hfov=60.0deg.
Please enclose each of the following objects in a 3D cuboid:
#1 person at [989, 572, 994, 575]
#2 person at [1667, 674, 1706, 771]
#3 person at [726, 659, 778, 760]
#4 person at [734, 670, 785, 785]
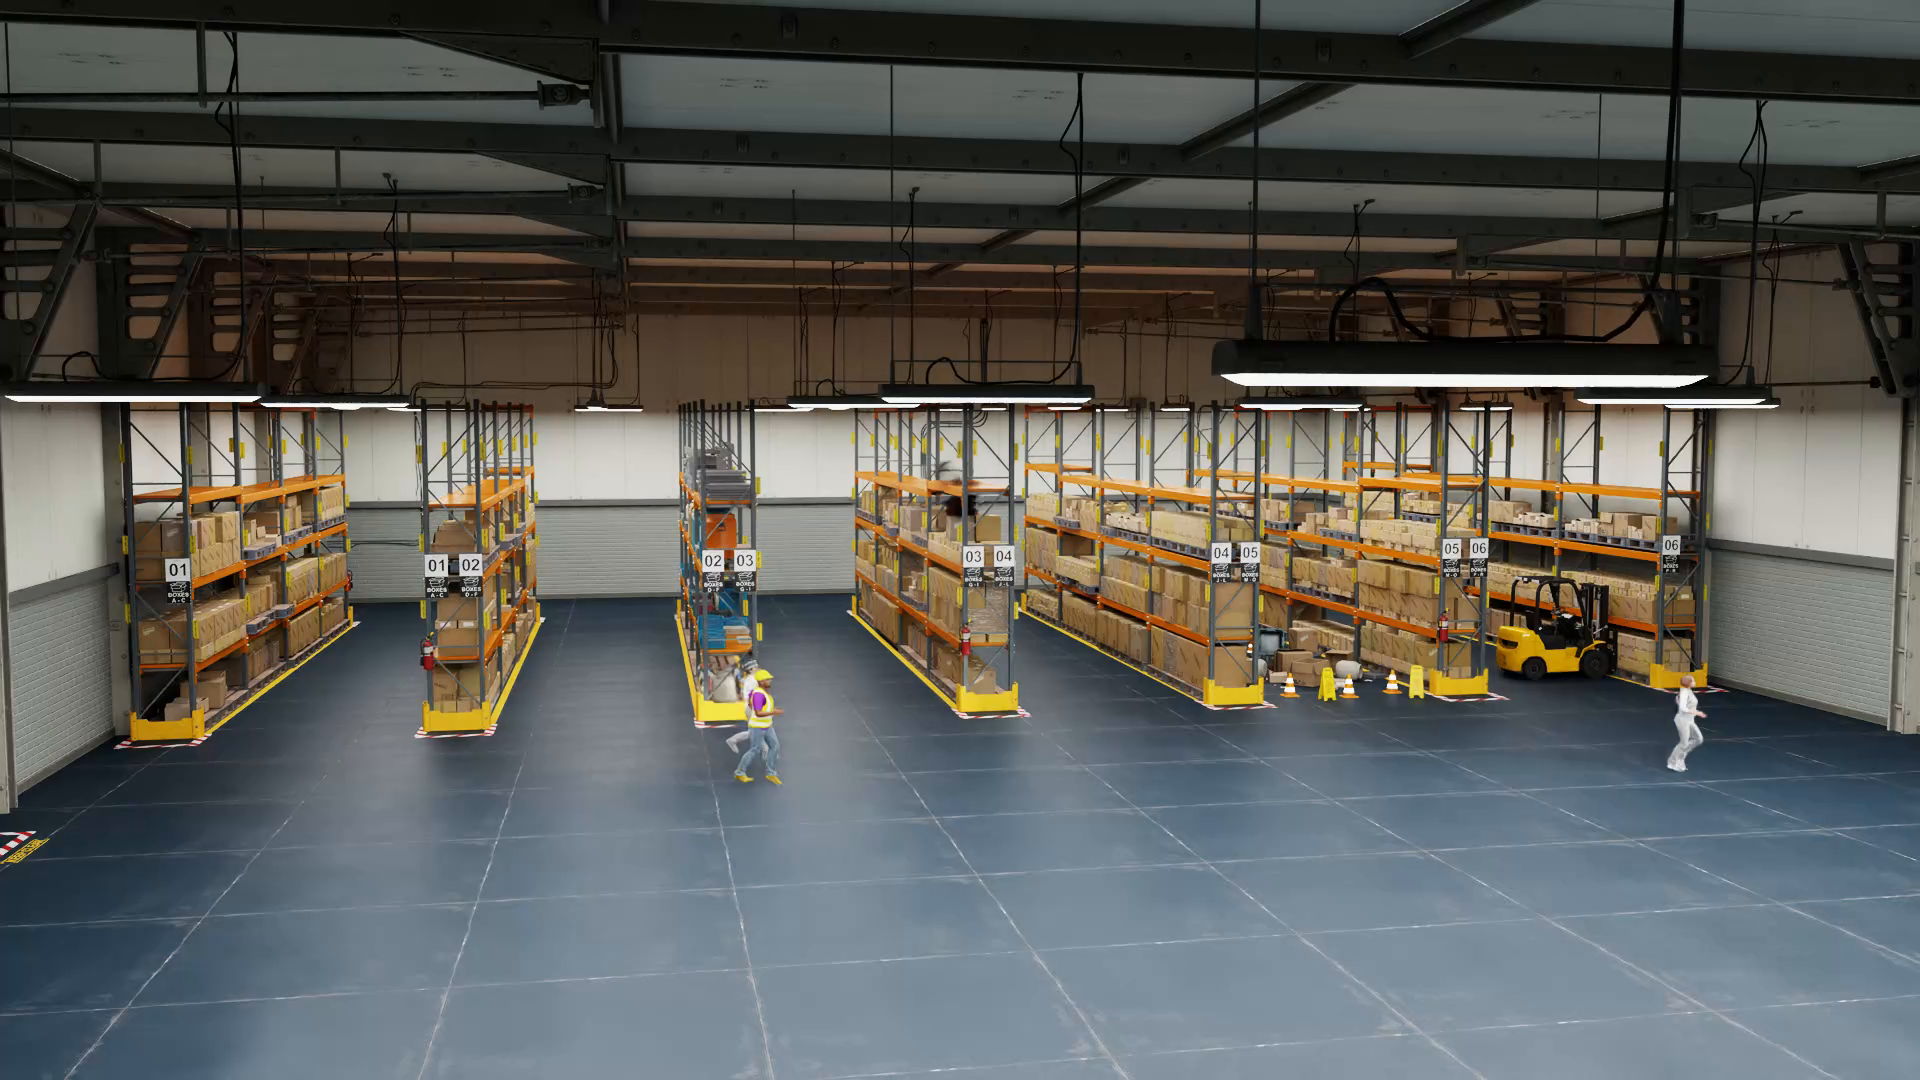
[{"bbox_3d":[0.753,1.320,47.721,0.657,1.665,0.654,1,4,16],"label":"person"},{"bbox_3d":[11.634,2.925,26.595,0.585,1.565,0.536,3,5,36],"label":"person"},{"bbox_3d":[-3.425,2.807,27.490,0.870,1.676,0.616,1,4,10],"label":"person"},{"bbox_3d":[-3.075,2.916,25.661,0.821,1.828,0.643,1,4,8],"label":"person"}]
